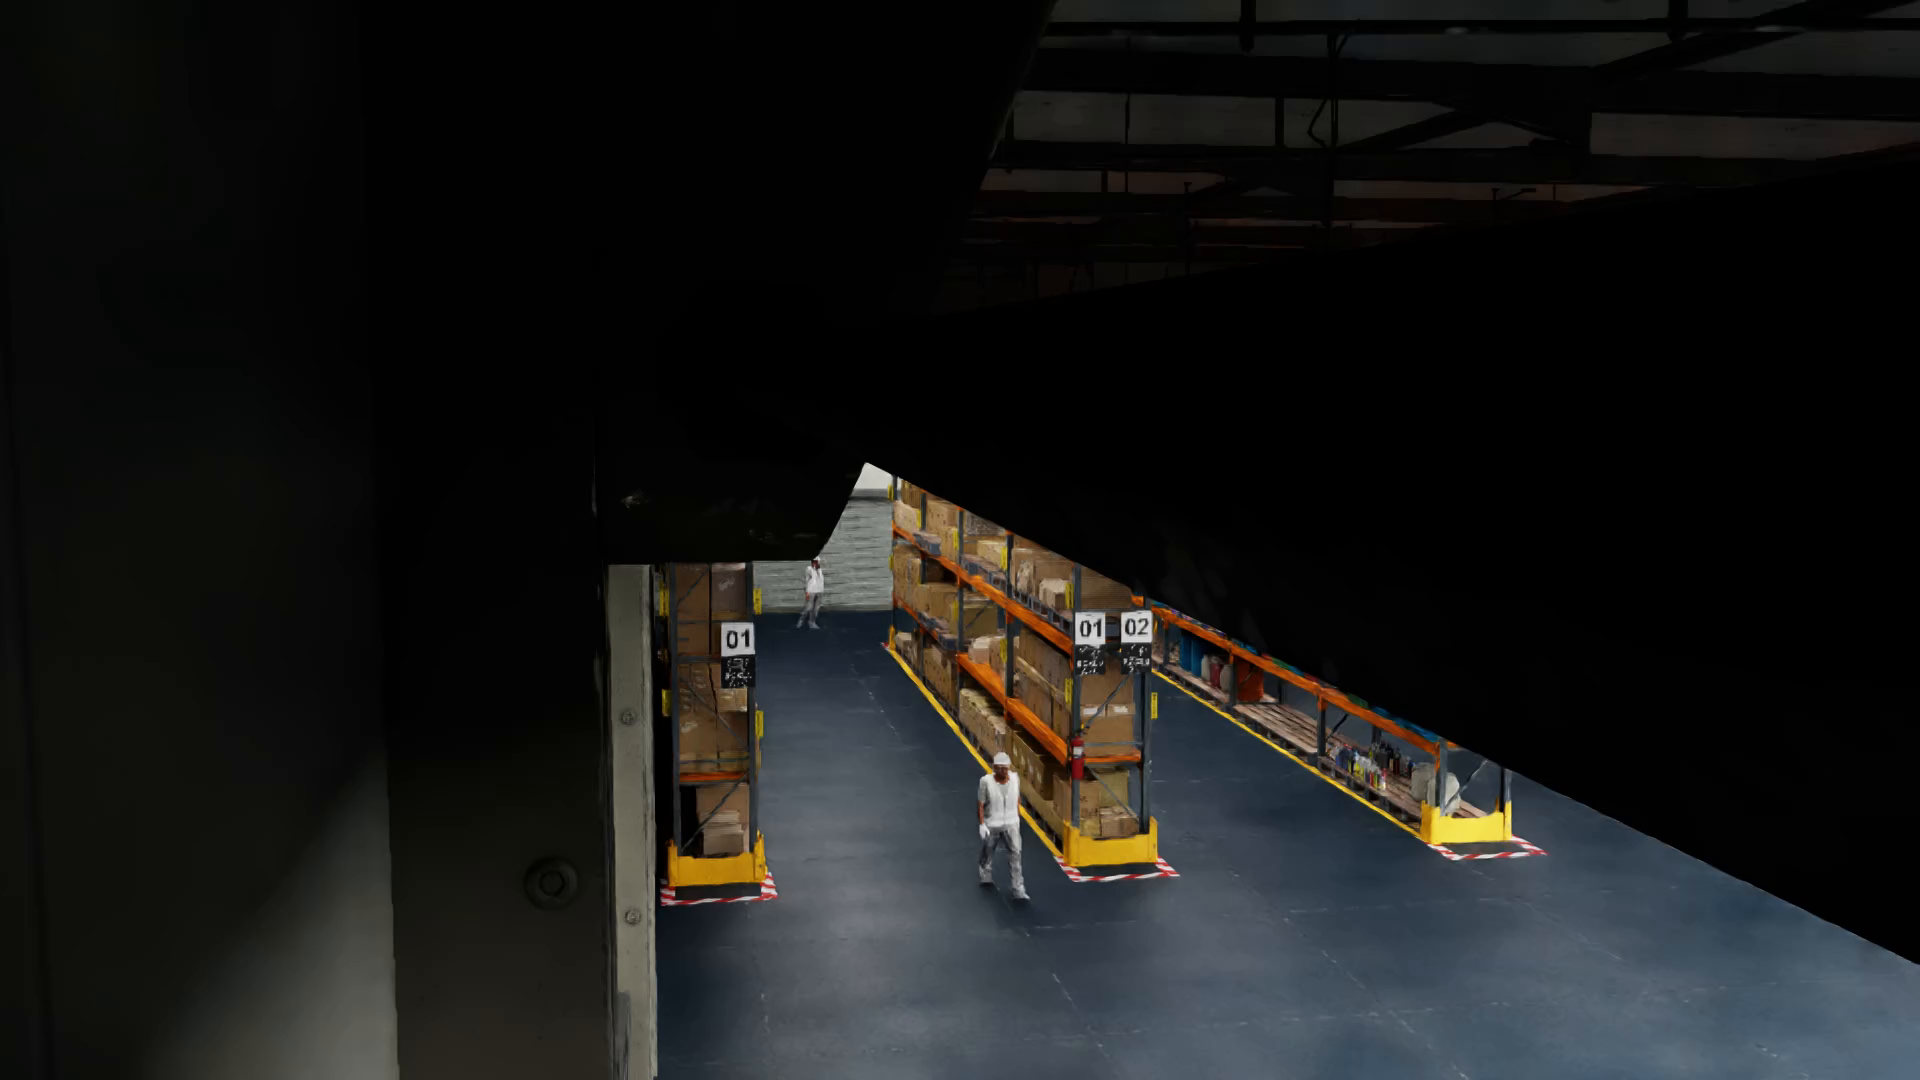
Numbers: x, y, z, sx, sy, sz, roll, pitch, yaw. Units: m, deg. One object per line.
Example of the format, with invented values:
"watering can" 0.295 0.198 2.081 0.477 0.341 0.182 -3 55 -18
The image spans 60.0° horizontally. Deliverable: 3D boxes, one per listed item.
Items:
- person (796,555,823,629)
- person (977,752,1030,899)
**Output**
"person" -3.532 1.218 39.162 0.514 1.761 0.688 5 8 39
"person" 0.485 3.338 19.686 0.569 1.702 1.114 -1 6 -13
